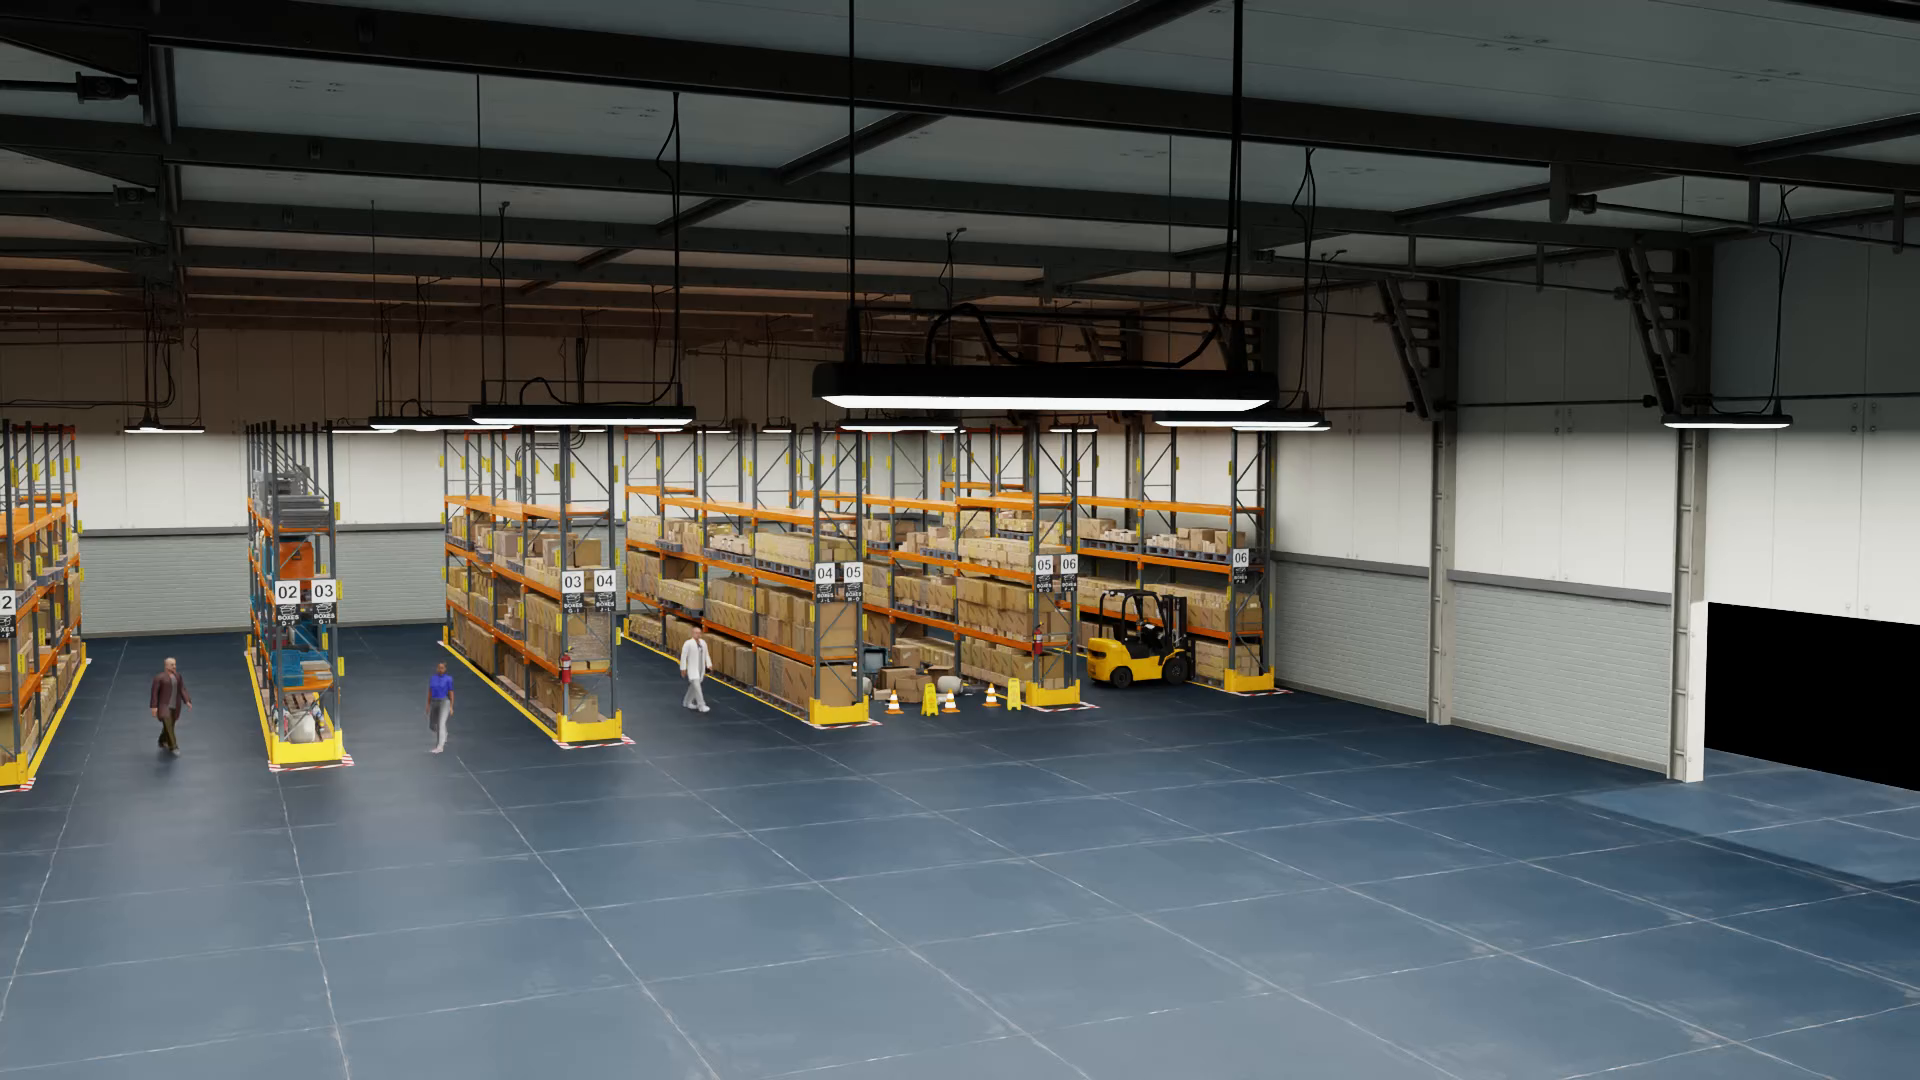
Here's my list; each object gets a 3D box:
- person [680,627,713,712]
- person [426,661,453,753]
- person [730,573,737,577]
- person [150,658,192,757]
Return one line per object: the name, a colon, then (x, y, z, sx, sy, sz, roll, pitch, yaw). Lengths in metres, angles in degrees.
person: (-5.417, 2.677, 34.462, 1.105, 1.729, 0.600, 3, 5, 38)
person: (-9.436, 3.004, 30.206, 0.462, 1.629, 0.821, 1, 4, 10)
person: (-6.713, 1.817, 49.276, 0.656, 1.683, 0.456, -1, 4, -20)
person: (-14.157, 2.965, 29.814, 1.164, 1.708, 0.677, 3, 5, 39)
